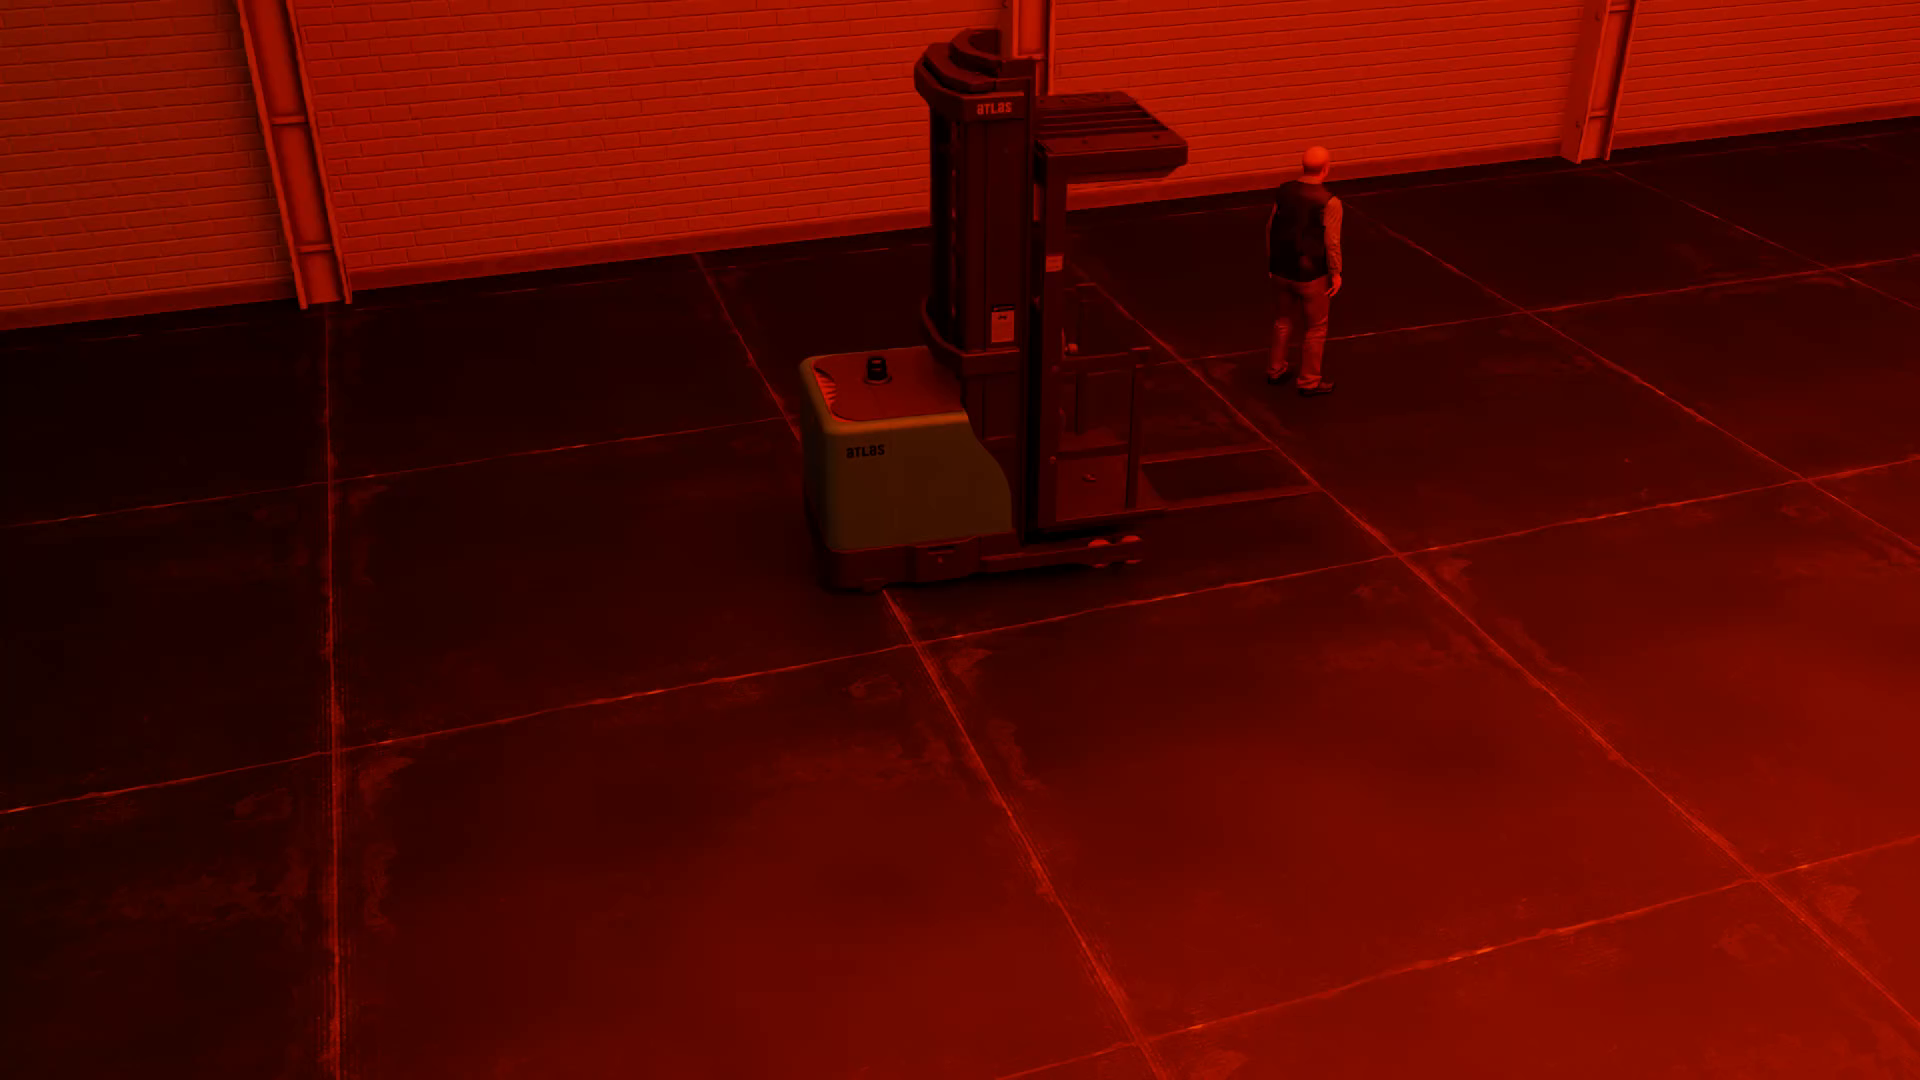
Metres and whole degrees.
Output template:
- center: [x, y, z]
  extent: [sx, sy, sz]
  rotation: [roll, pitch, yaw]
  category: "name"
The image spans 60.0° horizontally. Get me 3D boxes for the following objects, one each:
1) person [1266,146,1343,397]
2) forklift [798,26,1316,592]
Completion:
- center: [2.368, -1.860, 11.535]
  extent: [0.588, 1.720, 0.427]
  rotation: [26, 39, 38]
  category: "person"
- center: [0.614, -1.356, 9.443]
  extent: [3.031, 2.935, 1.130]
  rotation: [-7, 31, -12]
  category: "forklift"
